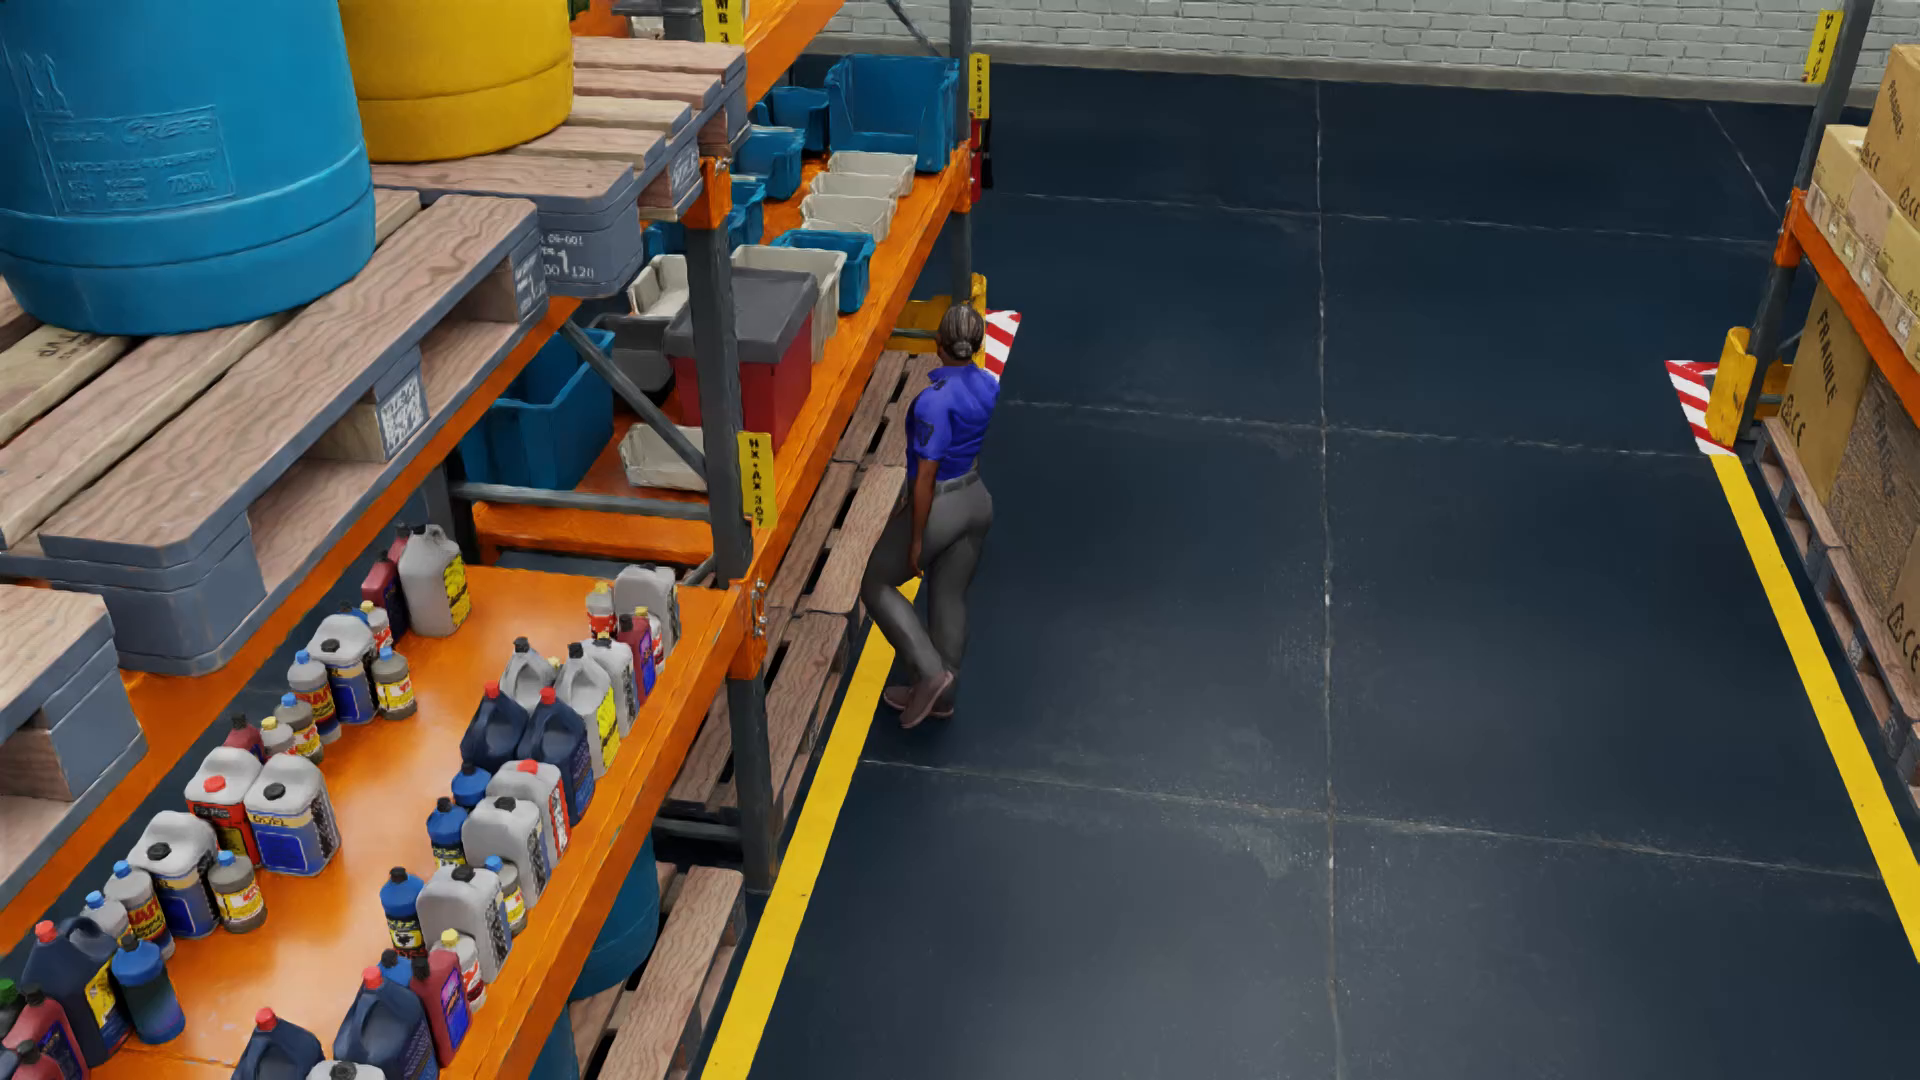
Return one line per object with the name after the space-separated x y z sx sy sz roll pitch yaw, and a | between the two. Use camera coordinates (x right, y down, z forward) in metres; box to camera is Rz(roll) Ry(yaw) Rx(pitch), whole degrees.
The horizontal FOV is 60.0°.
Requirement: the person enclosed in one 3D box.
-0.105 -0.078 6.261 0.470 1.613 0.663 21 38 29 | person
